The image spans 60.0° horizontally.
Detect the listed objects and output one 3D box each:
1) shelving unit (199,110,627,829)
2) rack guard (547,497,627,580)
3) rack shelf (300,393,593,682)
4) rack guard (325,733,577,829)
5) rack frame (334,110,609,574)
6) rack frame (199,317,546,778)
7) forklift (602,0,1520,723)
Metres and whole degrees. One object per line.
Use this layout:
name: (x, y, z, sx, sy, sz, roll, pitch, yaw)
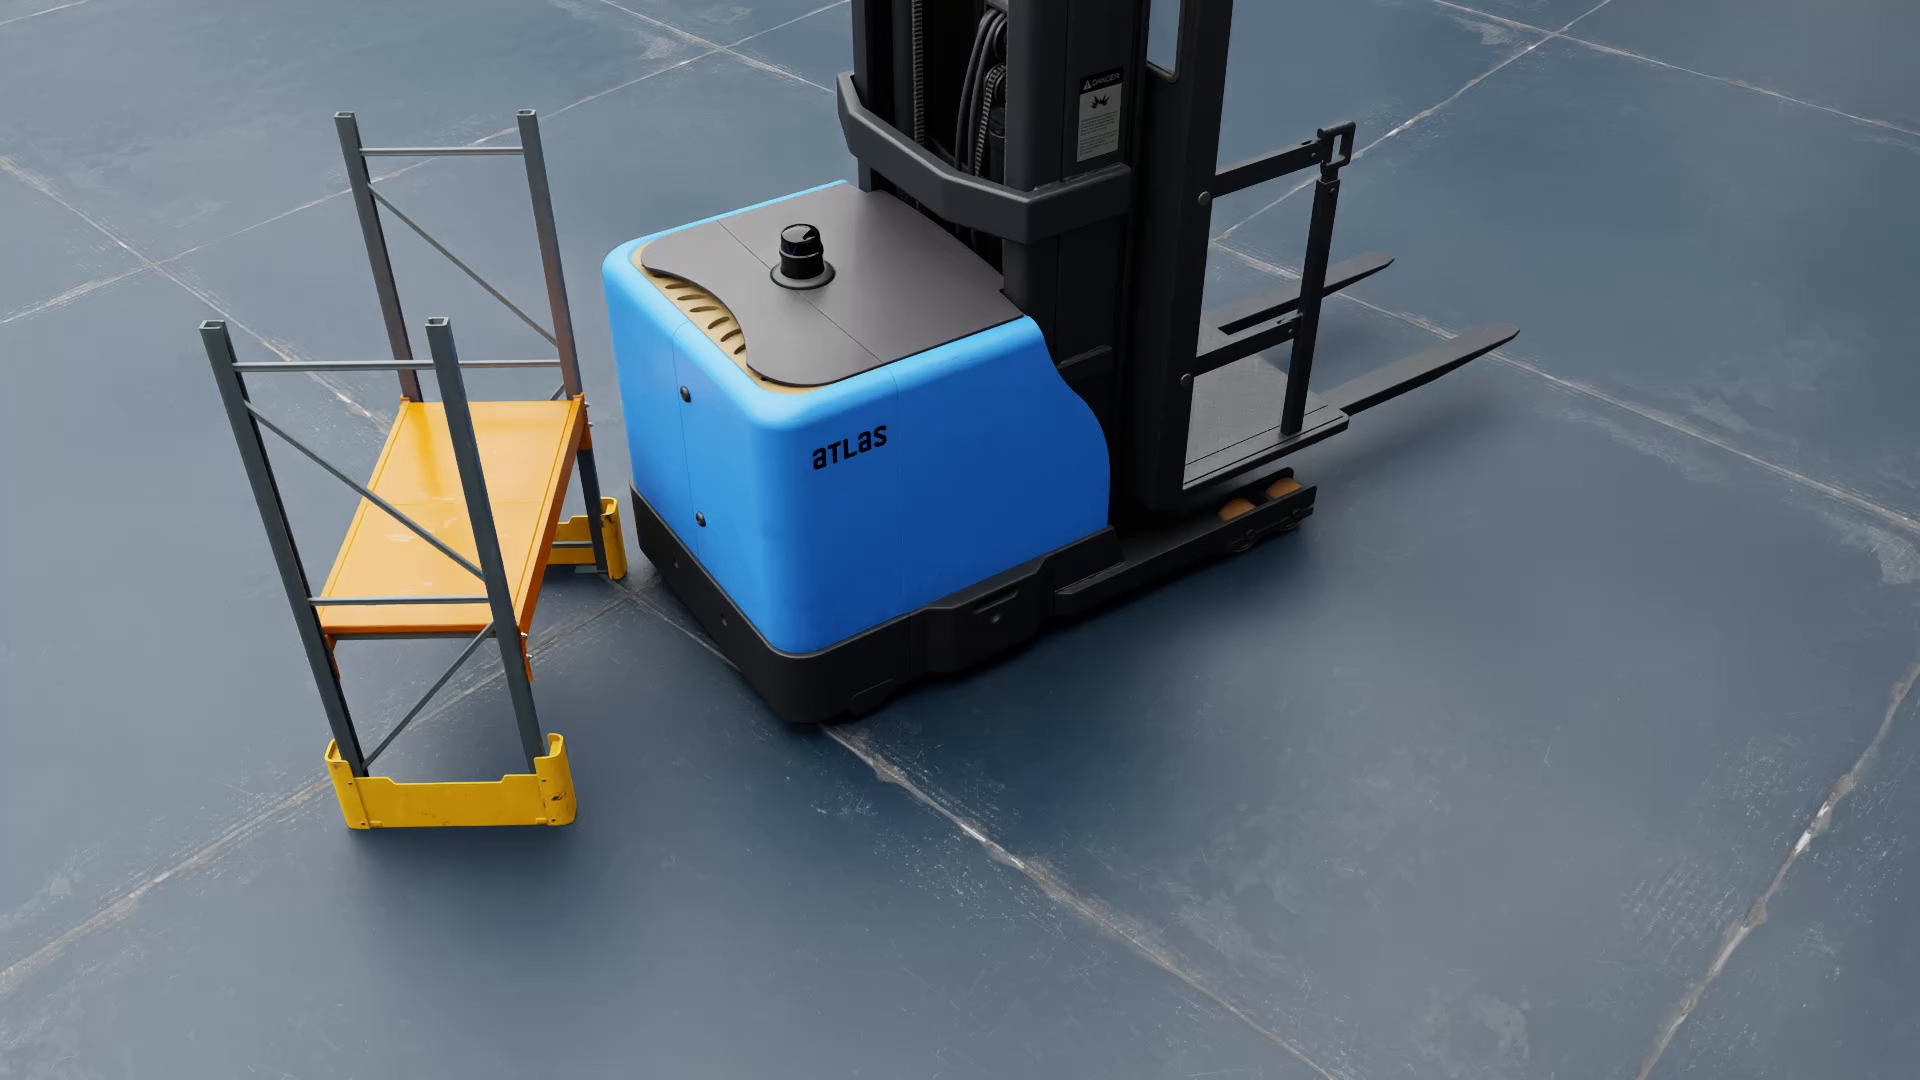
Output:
shelving unit: (-1.312, -0.179, 4.270, 0.587, 1.500, 1.083, -1, 38, -1)
rack guard: (-1.324, 0.001, 5.048, 0.587, 0.250, 0.087, -1, 38, -1)
rack shelf: (-1.311, -0.032, 4.375, 0.538, 0.185, 1.000, -1, 38, -1)
rack guard: (-1.299, 0.620, 4.269, 0.587, 0.250, 0.087, -1, 38, -1)
rack frame: (-1.324, -0.489, 4.660, 0.500, 1.500, 0.032, -1, 38, -1)
rack frame: (-1.299, 0.143, 3.865, 0.500, 1.500, 0.032, -1, 38, -1)
forklift: (0.519, -1.362, 4.608, 3.031, 2.935, 1.130, -23, 44, -26)
